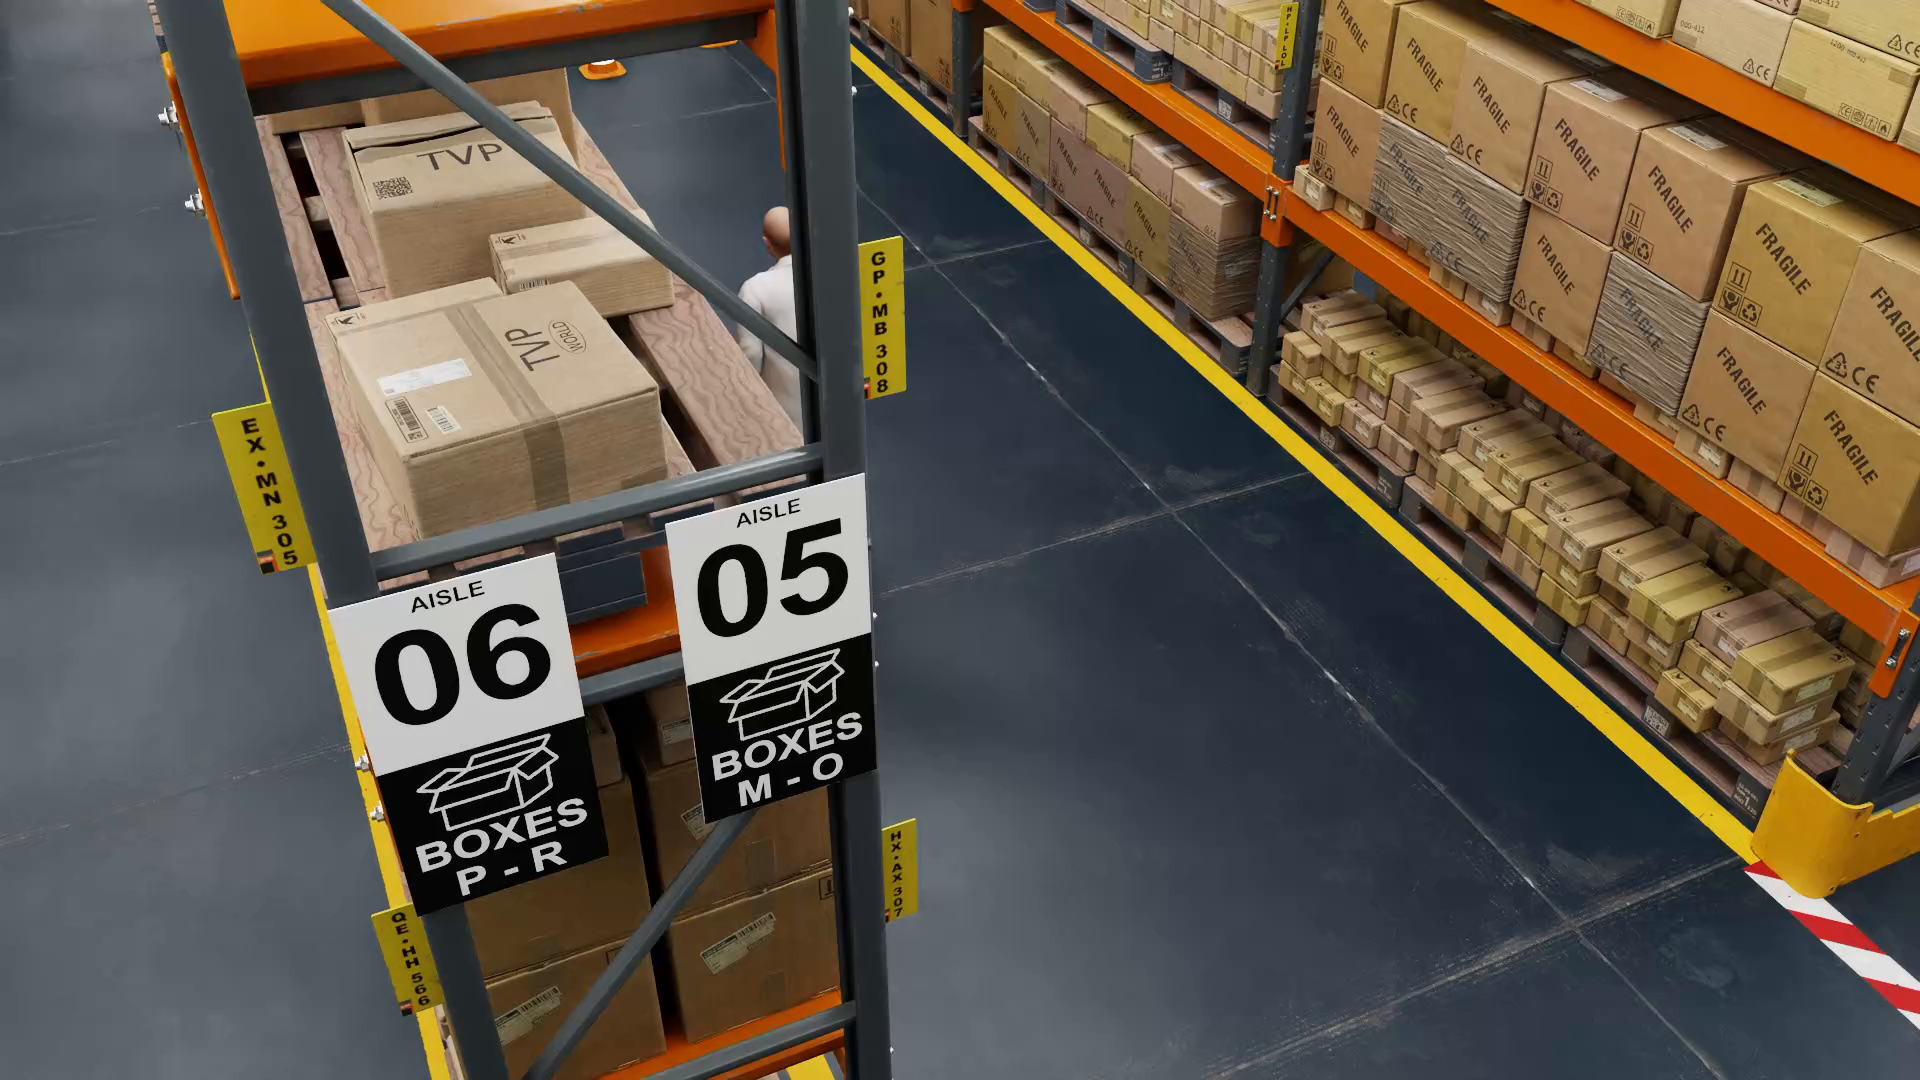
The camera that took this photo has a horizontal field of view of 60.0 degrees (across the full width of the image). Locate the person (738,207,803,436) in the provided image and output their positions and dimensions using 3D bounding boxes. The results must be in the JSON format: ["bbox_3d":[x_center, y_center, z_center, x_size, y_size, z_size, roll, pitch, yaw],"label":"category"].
[{"bbox_3d":[-0.753,-0.732,7.847,0.643,1.775,0.422,-15,39,-20],"label":"person"}]
